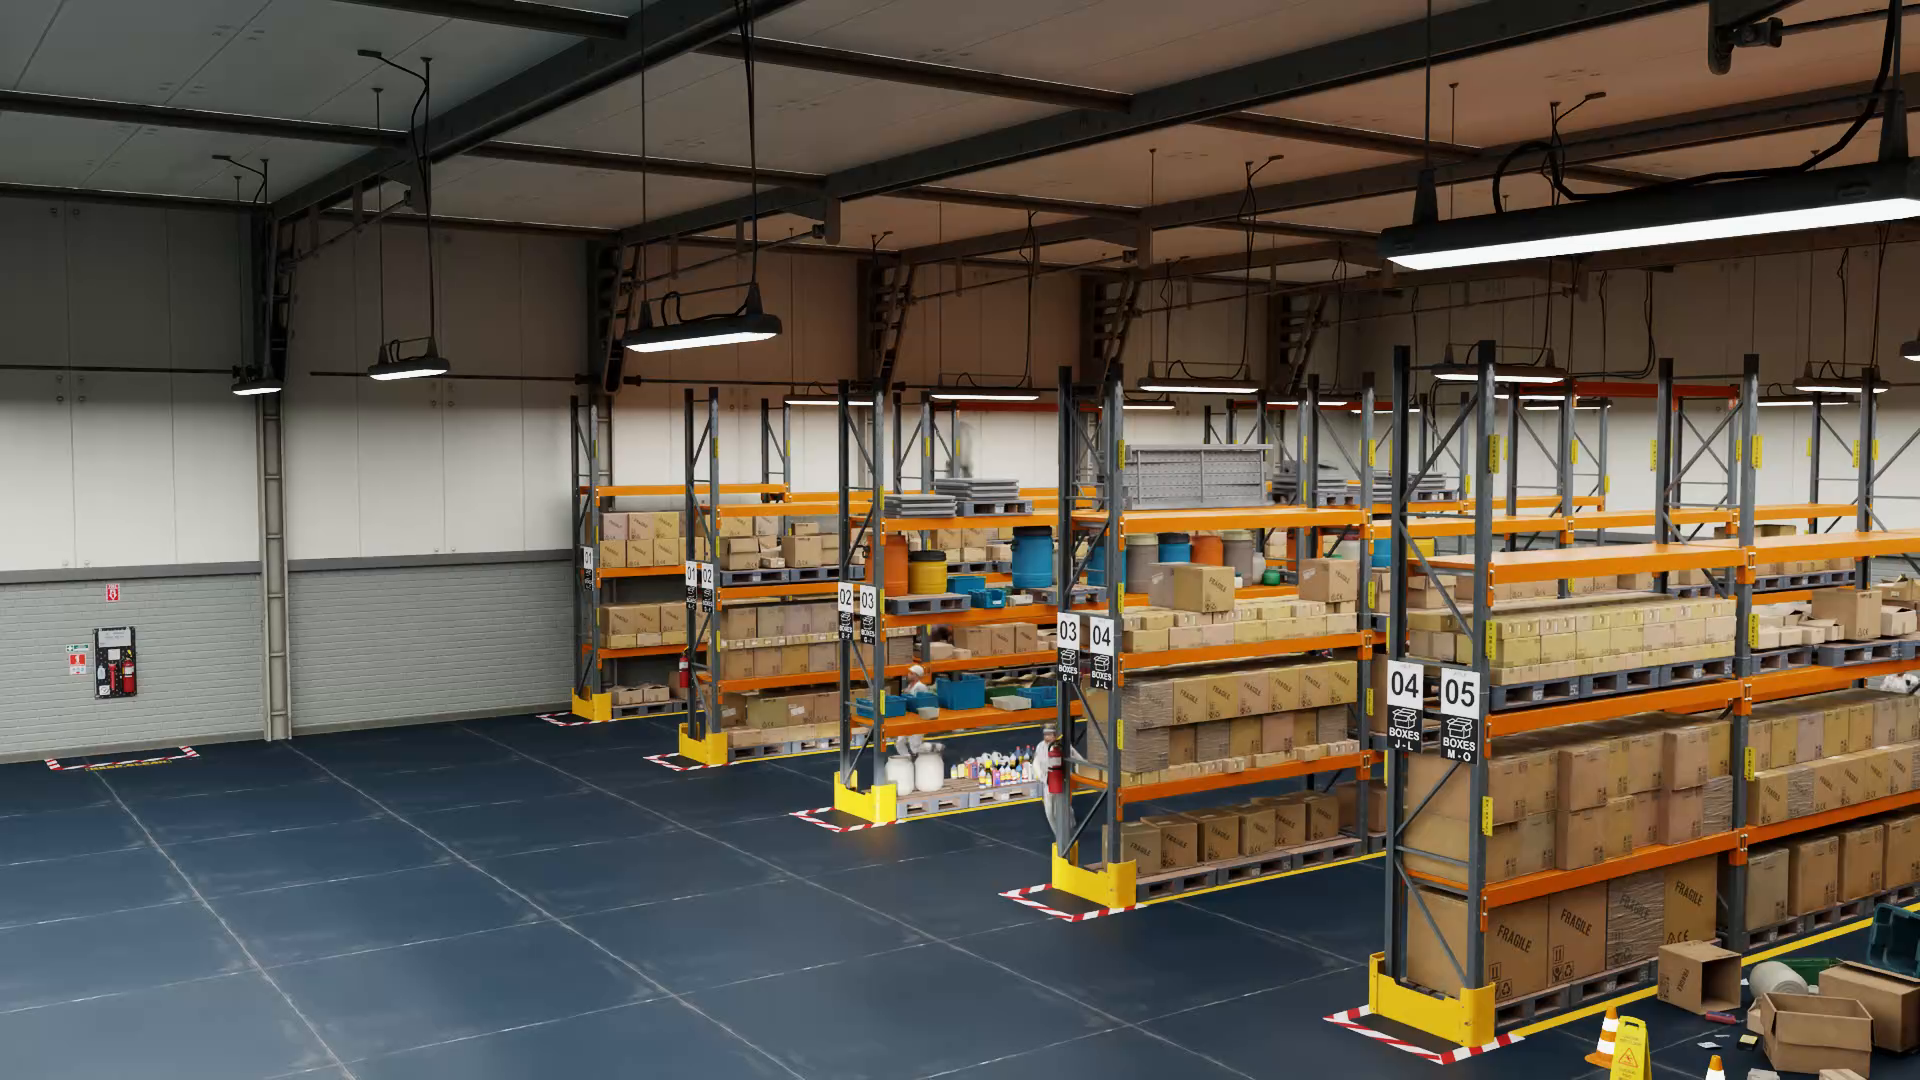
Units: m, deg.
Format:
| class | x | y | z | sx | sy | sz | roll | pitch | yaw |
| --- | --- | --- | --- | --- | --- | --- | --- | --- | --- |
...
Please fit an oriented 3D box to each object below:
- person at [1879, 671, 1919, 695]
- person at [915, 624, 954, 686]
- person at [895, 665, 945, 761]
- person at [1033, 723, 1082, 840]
| class | x | y | z | sx | sy | sz | roll | pitch | yaw |
| --- | --- | --- | --- | --- | --- | --- | --- | --- | --- |
| person | 14.917 | 2.720 | 26.375 | 0.828 | 1.742 | 0.624 | -3 | 4 | -38 |
| person | -0.543 | 2.278 | 32.745 | 0.714 | 1.779 | 1.023 | 3 | 4 | 36 |
| person | -0.639 | 2.781 | 25.466 | 0.802 | 1.747 | 0.664 | -2 | 4 | -28 |
| person | 1.220 | 3.093 | 21.031 | 0.599 | 1.629 | 0.679 | 2 | 4 | 31 |
